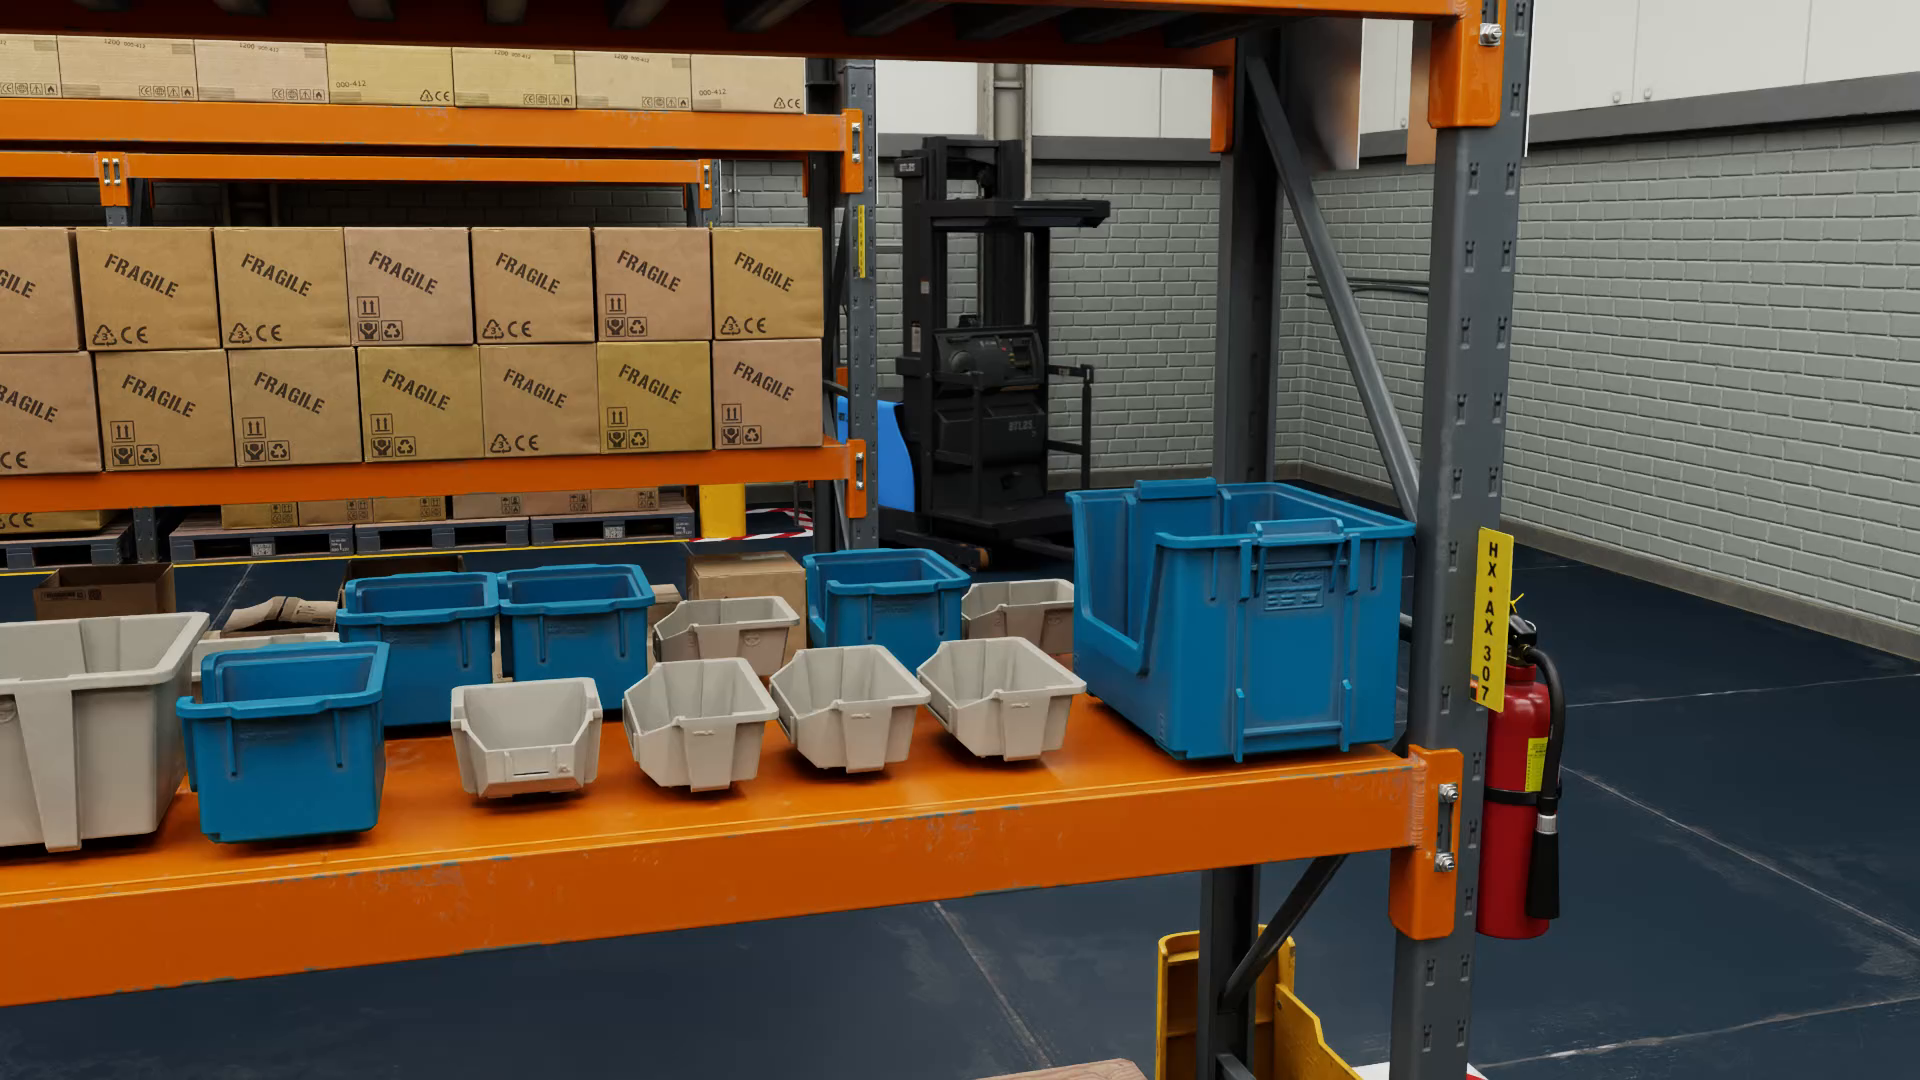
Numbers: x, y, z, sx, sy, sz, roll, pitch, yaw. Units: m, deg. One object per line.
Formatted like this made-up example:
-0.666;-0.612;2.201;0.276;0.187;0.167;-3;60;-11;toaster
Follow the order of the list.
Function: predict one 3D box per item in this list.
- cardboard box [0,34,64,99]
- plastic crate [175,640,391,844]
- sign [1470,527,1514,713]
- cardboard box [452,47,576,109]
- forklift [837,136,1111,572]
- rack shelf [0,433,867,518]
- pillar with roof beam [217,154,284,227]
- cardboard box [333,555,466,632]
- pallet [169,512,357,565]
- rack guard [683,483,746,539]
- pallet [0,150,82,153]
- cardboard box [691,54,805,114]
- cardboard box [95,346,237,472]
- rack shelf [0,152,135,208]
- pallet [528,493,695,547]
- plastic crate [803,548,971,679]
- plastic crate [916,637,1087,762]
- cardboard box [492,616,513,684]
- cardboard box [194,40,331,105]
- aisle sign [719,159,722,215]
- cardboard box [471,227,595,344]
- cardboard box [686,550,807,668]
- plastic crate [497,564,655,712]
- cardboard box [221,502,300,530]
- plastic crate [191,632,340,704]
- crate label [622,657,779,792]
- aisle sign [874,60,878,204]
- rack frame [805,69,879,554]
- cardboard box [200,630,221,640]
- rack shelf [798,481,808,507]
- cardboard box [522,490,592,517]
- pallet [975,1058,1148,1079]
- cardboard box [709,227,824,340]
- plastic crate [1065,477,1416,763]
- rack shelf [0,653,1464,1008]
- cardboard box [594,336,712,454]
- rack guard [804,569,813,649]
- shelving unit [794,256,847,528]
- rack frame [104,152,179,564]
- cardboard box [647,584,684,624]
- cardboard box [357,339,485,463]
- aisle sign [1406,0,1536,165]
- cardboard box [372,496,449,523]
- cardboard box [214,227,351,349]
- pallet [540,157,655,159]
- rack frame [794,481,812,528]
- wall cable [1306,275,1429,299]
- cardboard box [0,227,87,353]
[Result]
-3.888;-1.912;6.776;0.500;0.250;0.500;-3;11;-16;cardboard box
-1.103;0.331;2.758;0.300;0.233;0.416;-3;11;-16;plastic crate
0.966;0.145;3.025;0.005;0.325;0.100;-3;11;-16;sign
-1.963;-2.010;7.309;0.500;0.250;0.500;-3;11;-16;cardboard box
0.346;-1.325;11.651;1.130;2.935;3.031;-8;13;-37;forklift
-2.504;-0.276;7.749;4.000;0.370;1.077;-3;11;-16;rack shelf
-4.179;-3.778;8.212;0.400;9.000;9.100;-3;11;-16;pillar with roof beam
-2.622;0.387;7.842;0.637;0.503;0.797;-3;11;-16;cardboard box
-5.061;-0.043;12.198;1.213;0.211;1.003;-3;11;-16;pallet
-1.949;-0.364;13.143;0.348;0.500;1.175;-3;11;-16;rack guard
-6.679;-2.716;11.258;1.217;0.209;0.805;-3;11;-18;pallet
-1.003;-2.061;7.585;0.500;0.250;0.500;-3;11;-16;cardboard box
-3.368;-0.583;7.152;0.500;0.500;0.500;-3;11;-15;cardboard box
-7.733;-2.410;11.054;4.000;0.370;1.077;-3;11;-16;rack shelf
-2.718;-0.167;12.869;1.213;0.211;1.003;-3;11;-16;pallet
-0.164;0.171;3.627;0.300;0.233;0.416;-3;11;-16;plastic crate
0.065;0.303;3.179;0.243;0.136;0.396;-3;11;-16;plastic crate
-1.958;0.518;7.828;0.500;0.250;0.500;-3;11;-16;cardboard box
-2.927;-1.961;7.046;0.500;0.250;0.500;-3;11;-16;cardboard box
-1.819;-2.822;12.411;0.004;0.787;0.394;-3;11;-16;aisle sign
-1.916;-1.149;7.465;0.500;0.500;0.500;-3;11;-14;cardboard box
-1.037;0.352;8.038;0.500;0.500;0.500;-3;11;-16;cardboard box
-0.796;0.205;3.446;0.300;0.233;0.416;-3;11;-16;plastic crate
-5.066;-0.387;12.108;0.500;0.500;0.700;-3;11;-15;cardboard box
-1.456;0.292;3.237;0.466;0.136;0.293;-3;11;-16;plastic crate
-0.478;0.333;3.013;0.243;0.136;0.396;-3;11;-16;crate label
-0.433;-1.960;7.728;0.004;0.787;0.394;-3;11;-16;aisle sign
-0.584;-0.731;8.234;0.127;3.000;1.000;-3;11;-16;rack frame
-3.613;0.549;7.937;0.250;0.149;0.380;-3;11;-16;cardboard box
-0.992;-0.450;13.133;0.431;0.518;0.480;9;14;40;rack shelf
-3.097;-0.491;12.674;0.500;0.500;0.700;-3;11;-16;cardboard box
-0.006;1.536;3.618;1.213;0.211;1.003;-3;11;-16;pallet
-0.934;-1.202;7.752;0.500;0.500;0.500;-3;11;-16;cardboard box
0.528;0.133;3.278;0.499;0.435;0.616;-3;11;-16;plastic crate
-1.123;0.585;3.071;4.000;0.370;1.077;-3;11;-16;rack shelf
-1.435;-0.684;7.698;0.500;0.500;0.500;-3;11;-15;cardboard box
-0.657;0.502;8.439;0.348;0.500;1.175;-3;11;-16;rack guard
-0.992;-1.152;13.004;0.431;2.100;0.503;9;14;40;shelving unit
-5.813;-1.390;11.811;0.127;3.000;1.000;-3;11;-16;rack frame
-1.665;0.408;8.424;0.500;0.250;0.500;-3;11;-16;cardboard box
-2.399;-0.634;7.428;0.500;0.500;0.500;-3;11;-17;cardboard box
0.948;-1.101;3.063;0.004;0.787;0.394;-3;11;-16;aisle sign
-4.089;-0.437;12.382;0.500;0.500;0.700;-3;11;-15;cardboard box
-2.904;-1.097;7.181;0.500;0.500;0.500;-3;11;-18;cardboard box
-2.681;-2.984;12.433;1.213;0.211;1.003;-3;11;-16;pallet
-1.151;-1.118;12.822;0.400;2.100;0.015;9;14;40;rack frame
3.558;-3.240;13.865;0.112;2.526;3.097;-3;11;-16;wall cable
-3.893;-1.045;6.898;0.500;0.500;0.500;-3;11;-14;cardboard box
